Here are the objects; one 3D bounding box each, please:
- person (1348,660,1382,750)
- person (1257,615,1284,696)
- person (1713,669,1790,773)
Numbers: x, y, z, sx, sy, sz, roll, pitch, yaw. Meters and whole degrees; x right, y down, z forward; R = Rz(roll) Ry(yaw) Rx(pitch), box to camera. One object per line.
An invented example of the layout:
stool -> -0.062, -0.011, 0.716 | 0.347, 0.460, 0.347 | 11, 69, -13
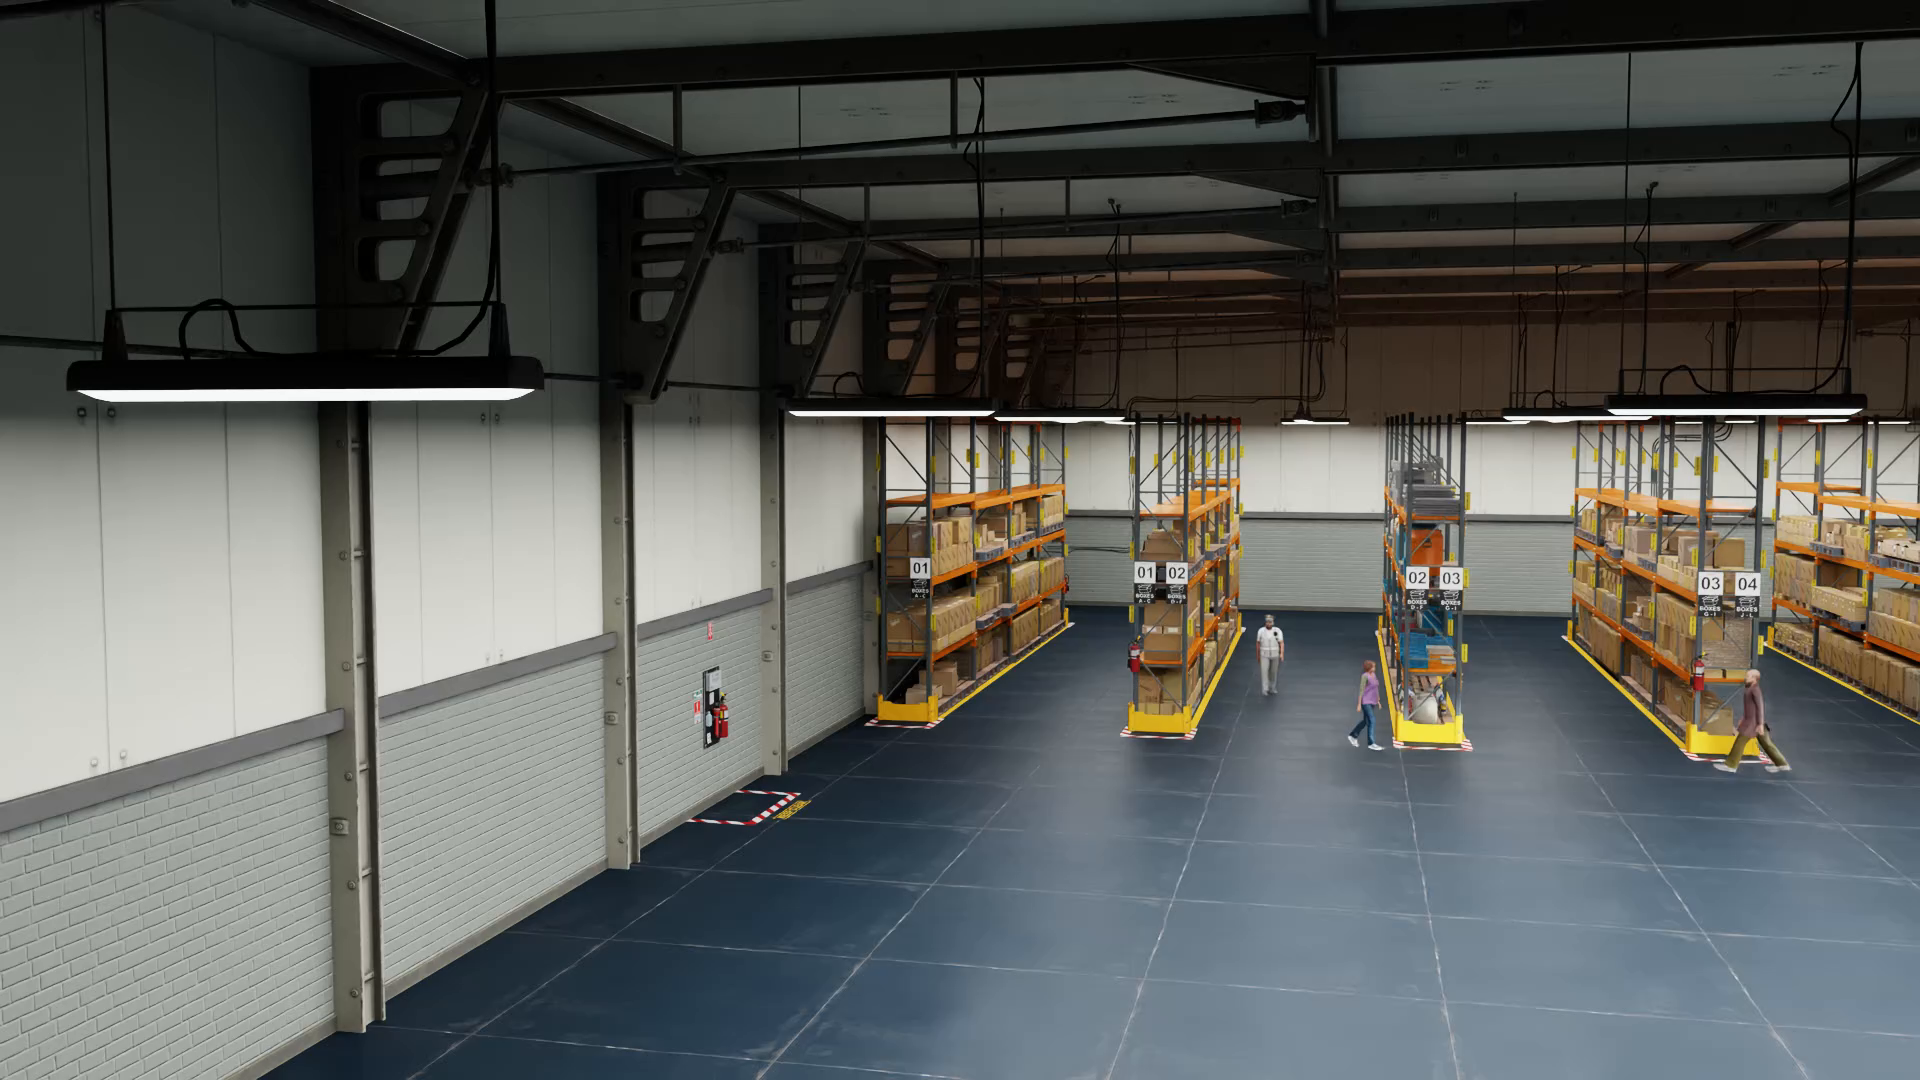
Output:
person -> 7.272, 2.944, 29.740 | 0.721, 1.595, 0.458 | 3, 5, 37
person -> 6.601, 2.447, 35.354 | 0.560, 1.716, 1.035 | 1, 4, 8
person -> 13.090, 2.993, 27.449 | 1.163, 1.723, 0.581 | 2, 4, 25
